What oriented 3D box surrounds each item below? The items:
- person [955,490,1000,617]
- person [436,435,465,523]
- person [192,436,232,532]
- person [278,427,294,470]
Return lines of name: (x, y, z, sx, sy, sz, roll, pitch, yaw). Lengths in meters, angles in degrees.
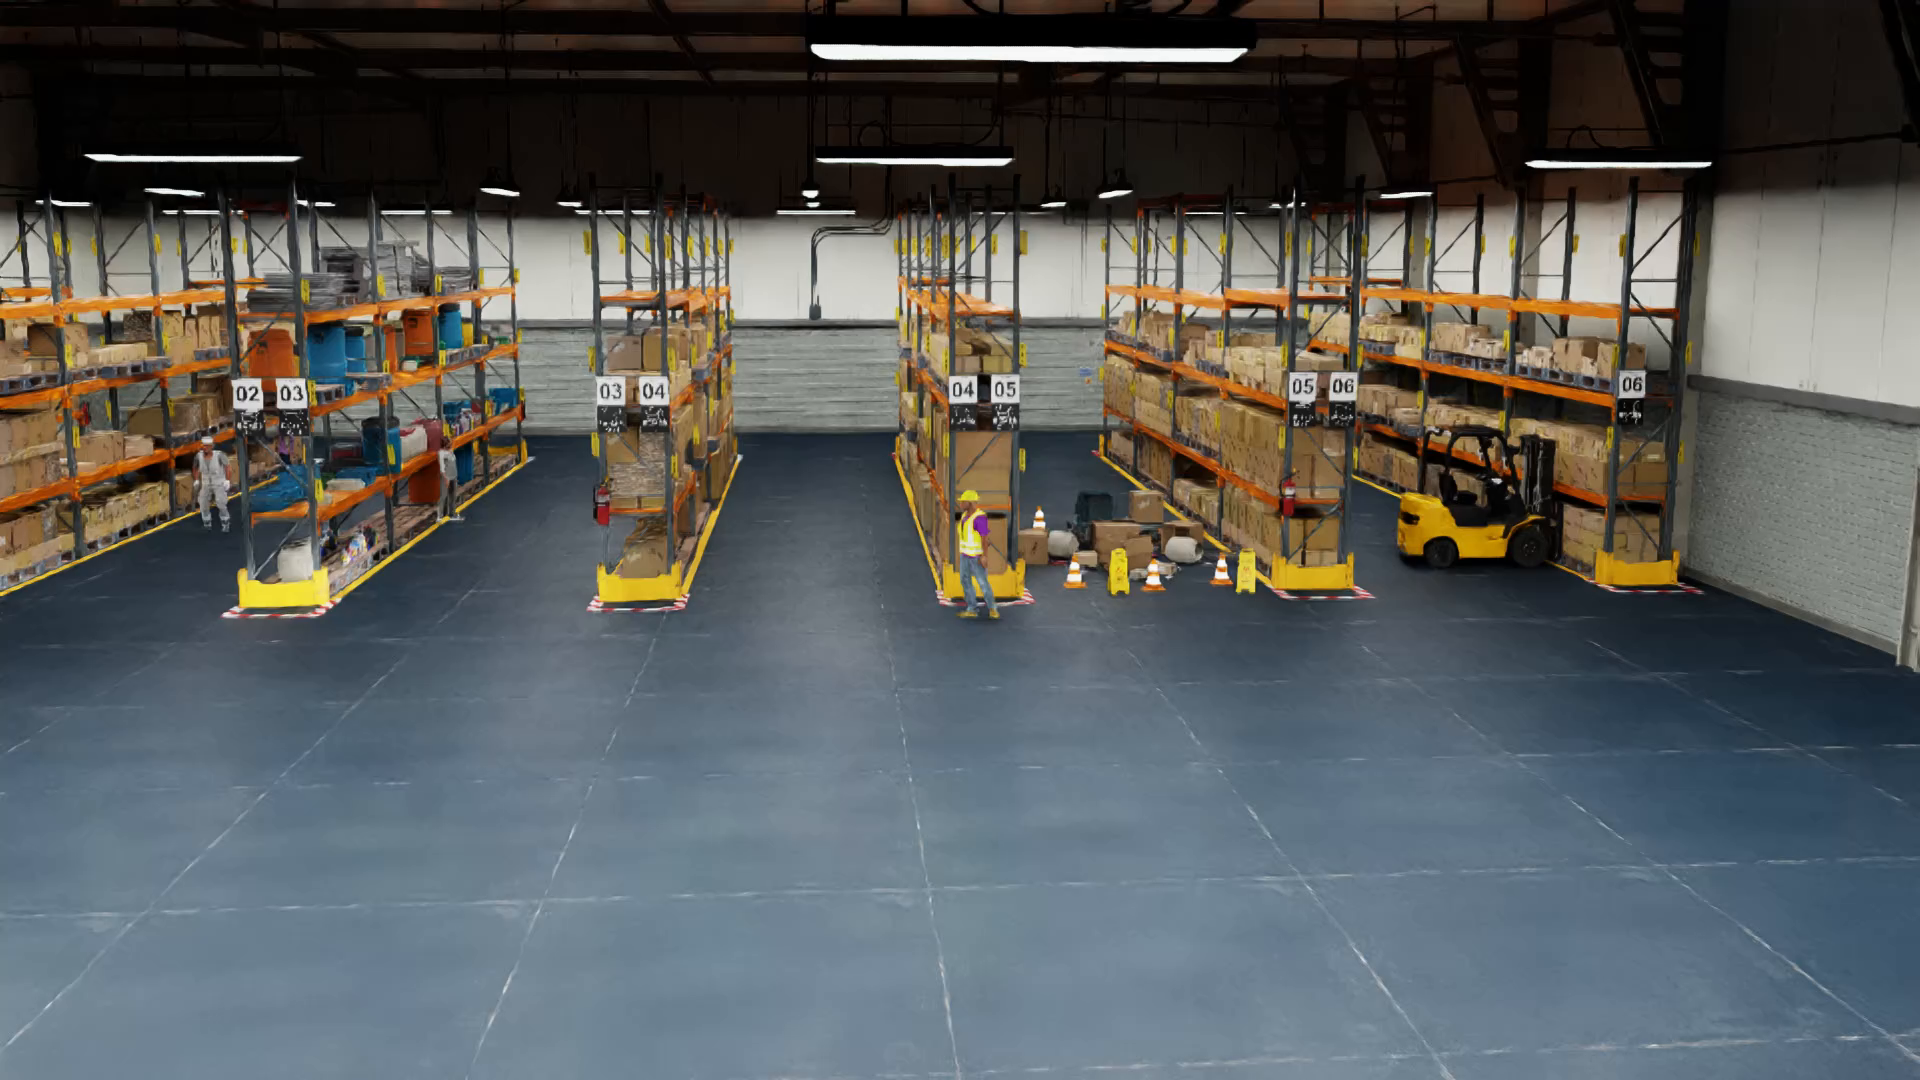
person: (0.226, 0.185, 22.658, 0.540, 1.759, 0.658, -6, 12, -32)
person: (-9.375, -1.112, 30.369, 0.358, 1.584, 0.578, 4, 11, 19)
person: (-13.150, -0.973, 29.249, 0.677, 1.742, 0.552, -1, 10, -6)
person: (-13.760, -1.768, 34.038, 0.401, 1.598, 0.465, -7, 12, -36)
